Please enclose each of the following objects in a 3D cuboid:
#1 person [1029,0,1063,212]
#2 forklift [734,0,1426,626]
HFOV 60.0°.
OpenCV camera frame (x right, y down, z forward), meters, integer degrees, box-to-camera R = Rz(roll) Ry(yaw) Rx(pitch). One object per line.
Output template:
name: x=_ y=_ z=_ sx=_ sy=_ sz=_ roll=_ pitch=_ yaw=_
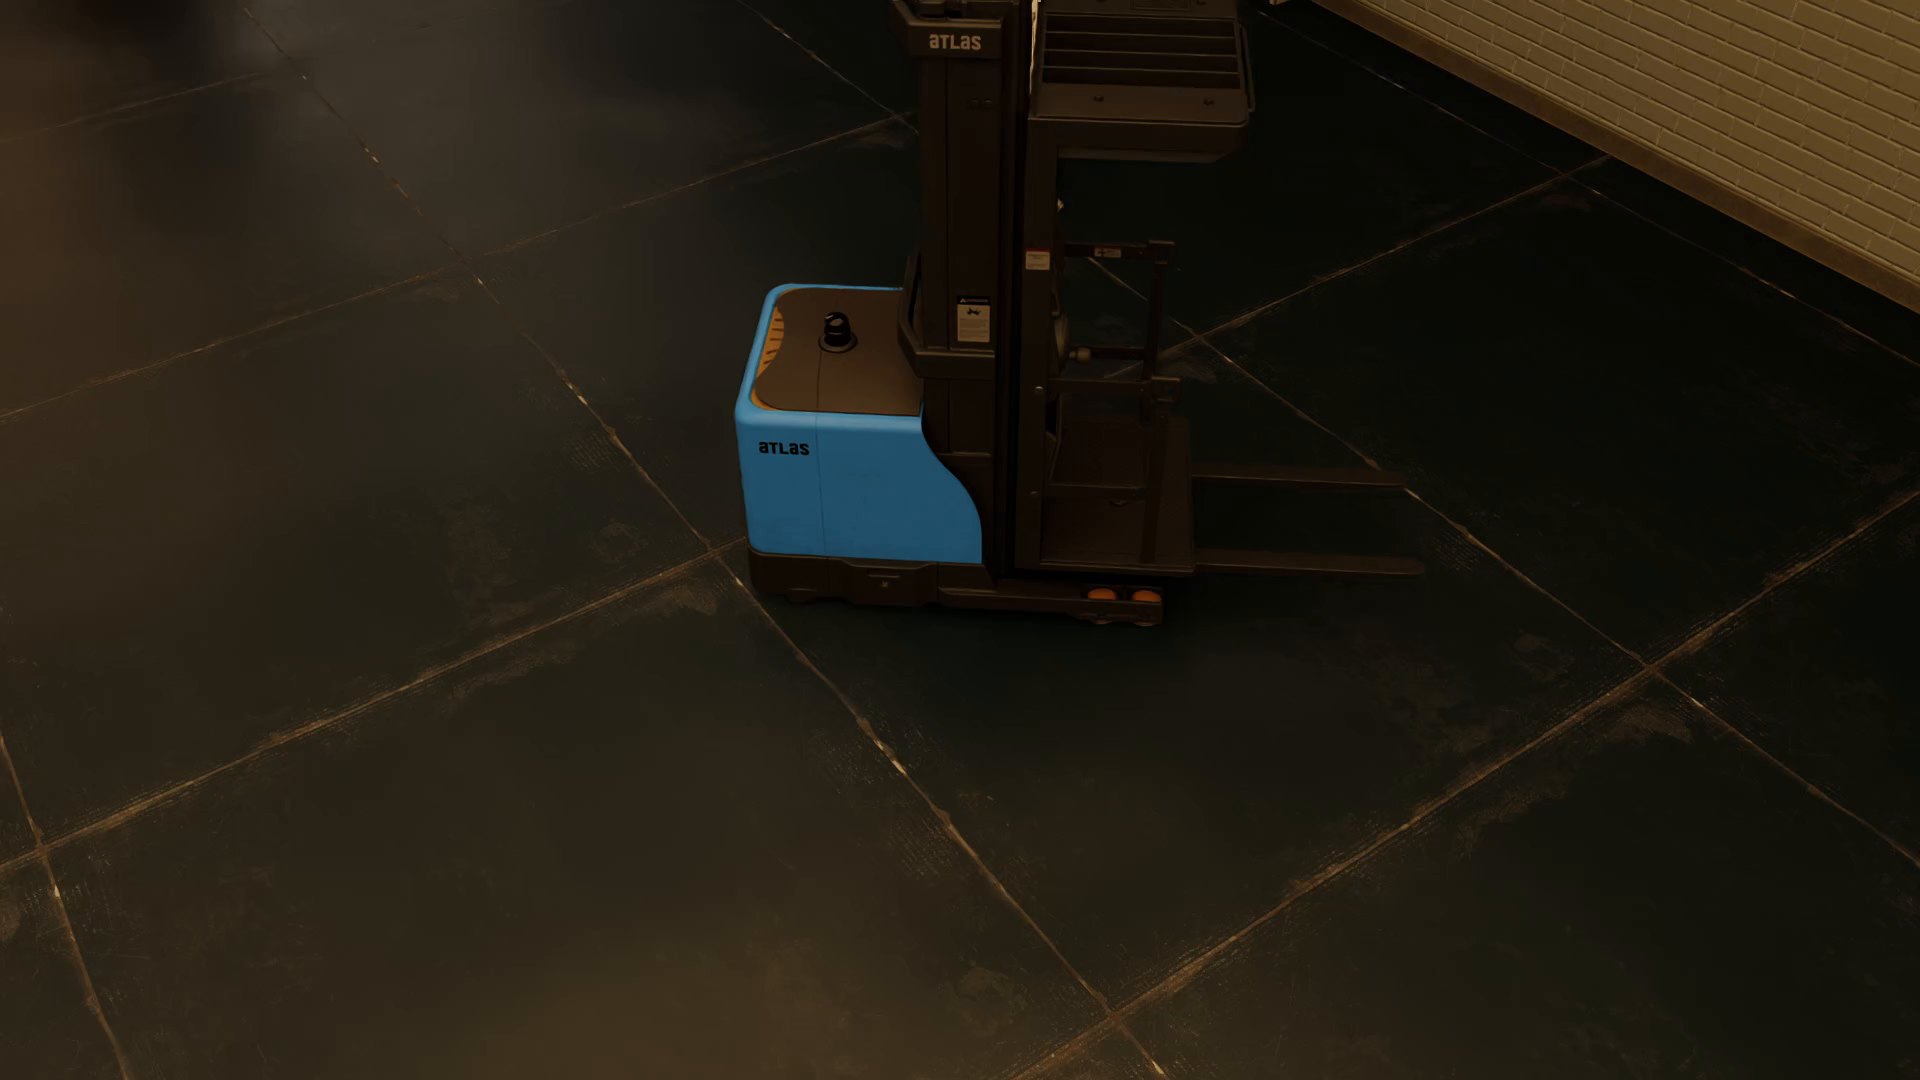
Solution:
person: x=0.442 y=-2.741 z=9.608 sx=0.355 sy=1.694 sz=0.464 roll=-1 pitch=43 yaw=-1
forklift: x=0.584 y=-1.067 z=6.873 sx=3.031 sy=2.935 sz=1.130 roll=3 pitch=43 yaw=3
